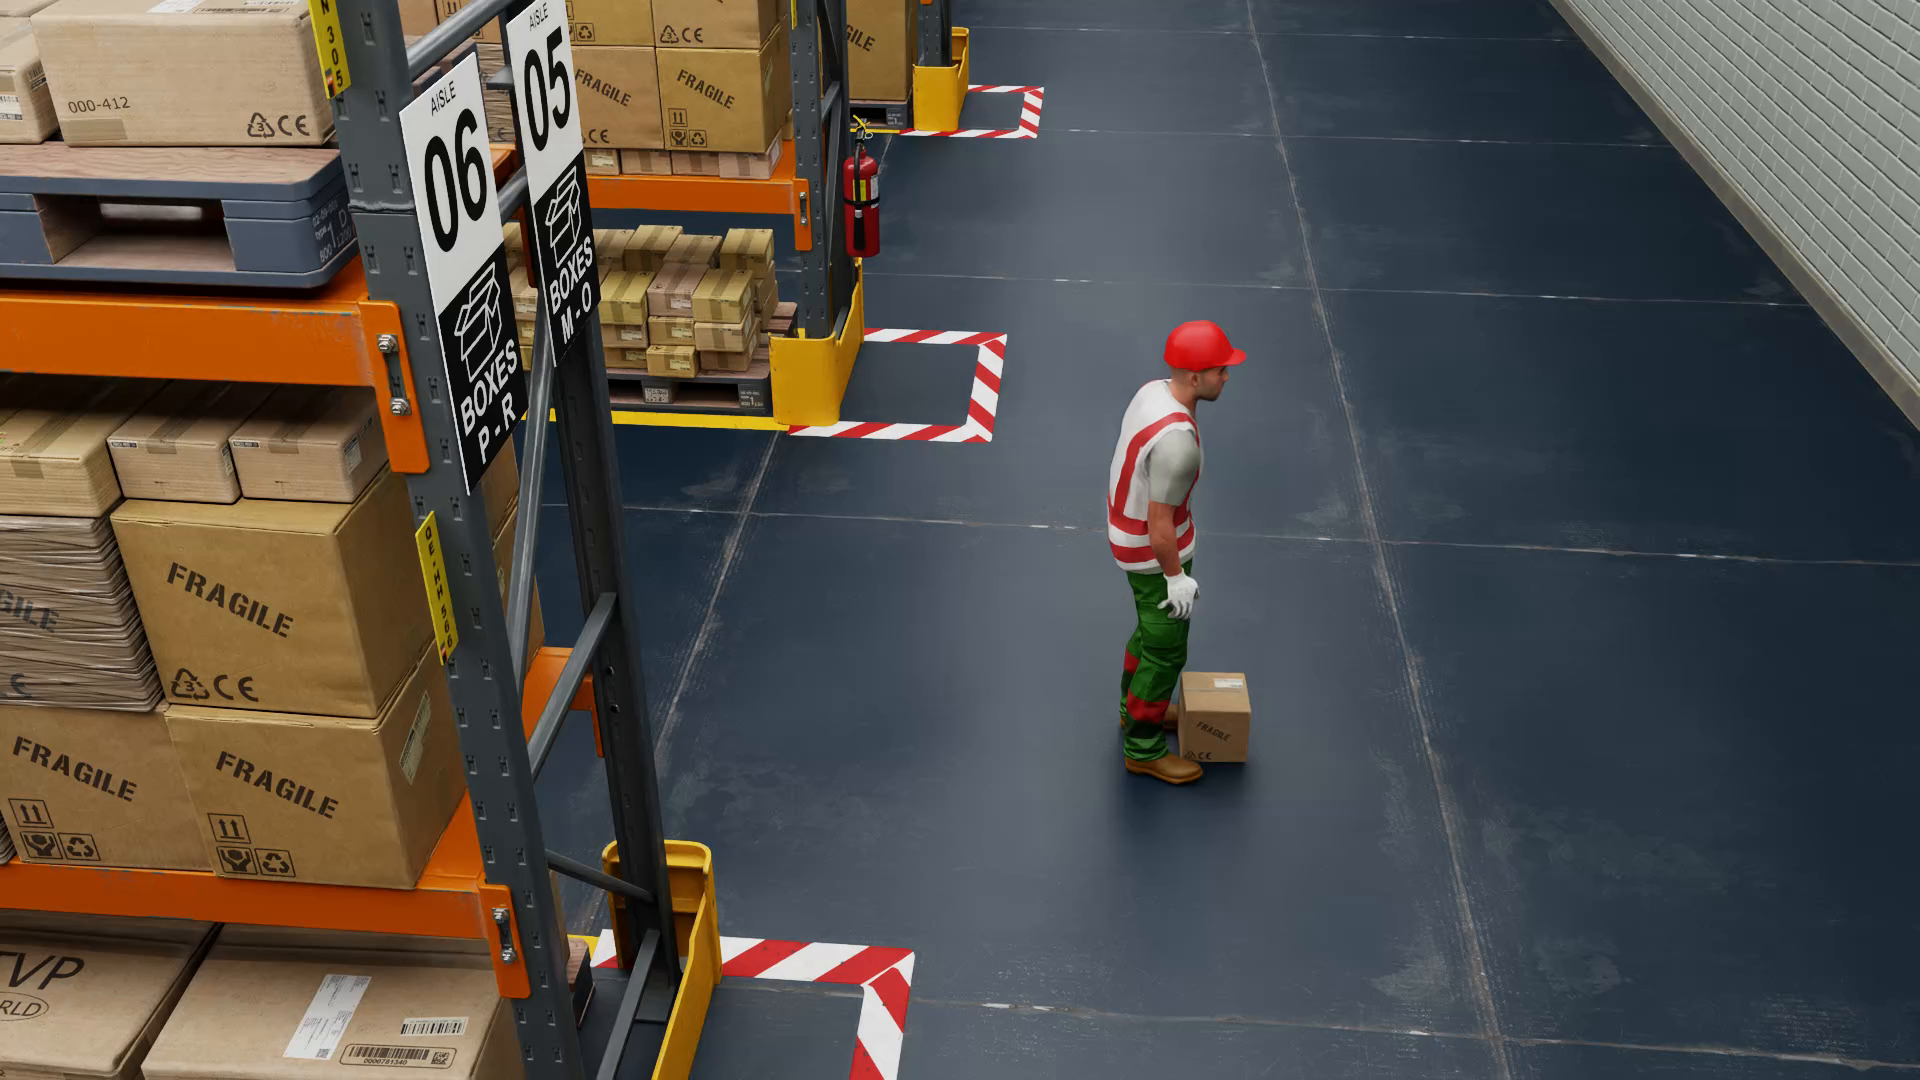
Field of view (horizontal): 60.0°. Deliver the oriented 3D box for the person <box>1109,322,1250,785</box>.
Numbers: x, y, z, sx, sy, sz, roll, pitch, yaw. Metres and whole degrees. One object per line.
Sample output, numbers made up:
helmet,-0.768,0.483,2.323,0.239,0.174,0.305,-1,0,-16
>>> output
person,0.763,0.035,6.064,0.448,1.780,0.609,3,32,4
